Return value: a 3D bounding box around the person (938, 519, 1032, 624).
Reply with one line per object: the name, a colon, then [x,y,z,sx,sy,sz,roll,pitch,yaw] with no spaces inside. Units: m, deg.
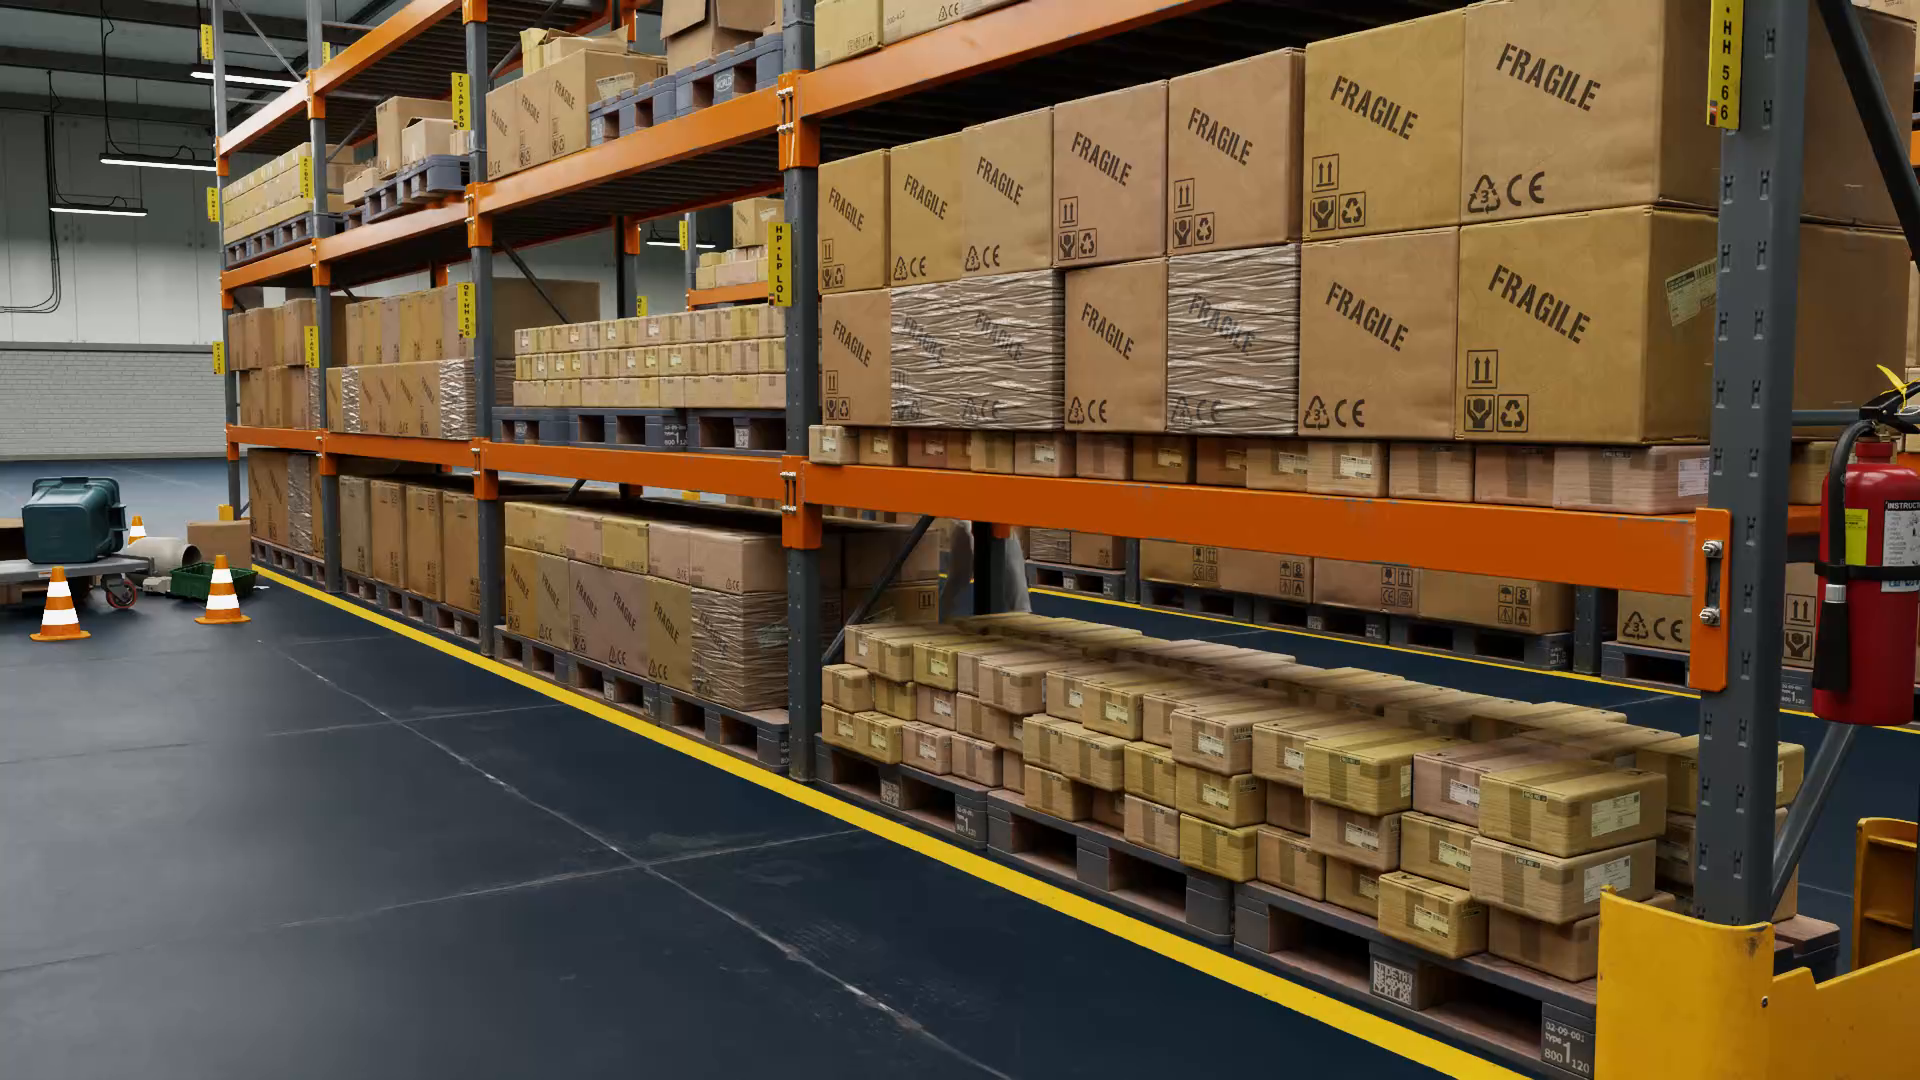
person: [0.158,-0.069,9.238,0.515,1.610,1.013,-4,6,-41]
